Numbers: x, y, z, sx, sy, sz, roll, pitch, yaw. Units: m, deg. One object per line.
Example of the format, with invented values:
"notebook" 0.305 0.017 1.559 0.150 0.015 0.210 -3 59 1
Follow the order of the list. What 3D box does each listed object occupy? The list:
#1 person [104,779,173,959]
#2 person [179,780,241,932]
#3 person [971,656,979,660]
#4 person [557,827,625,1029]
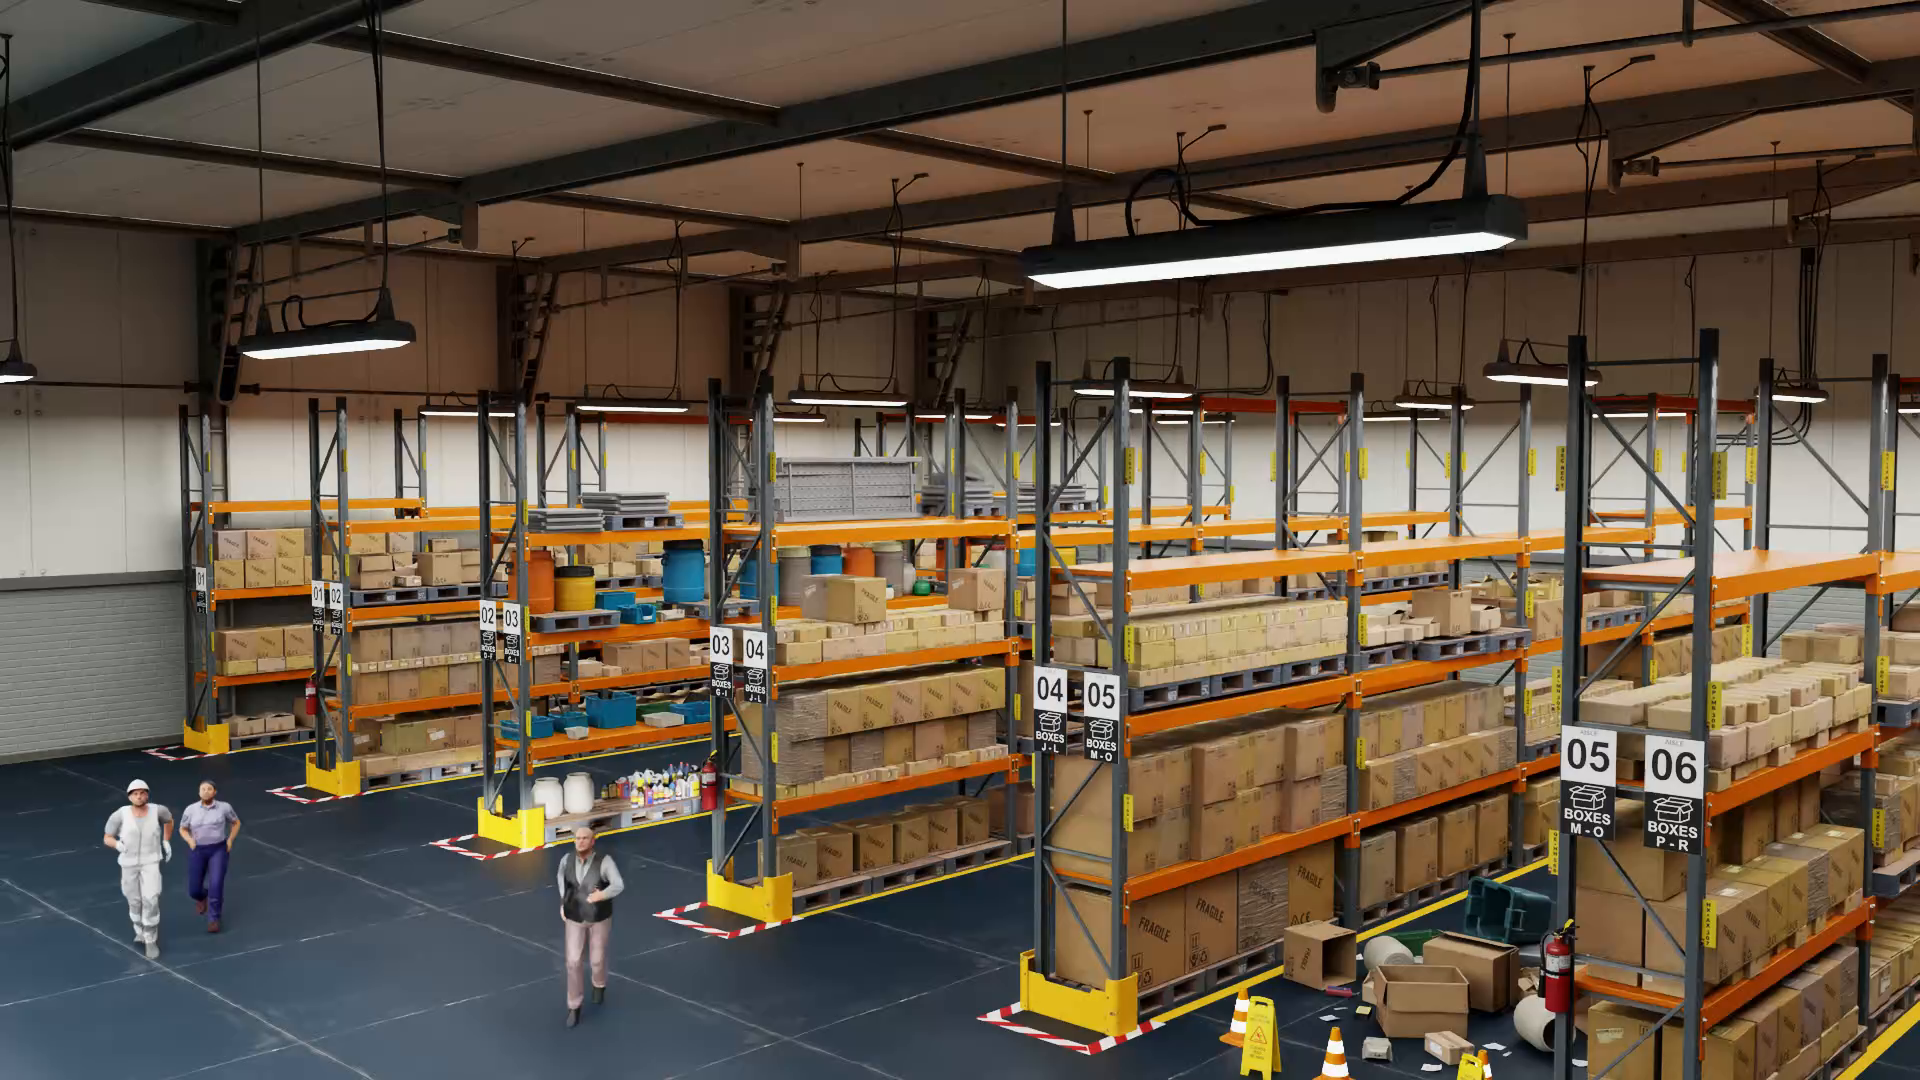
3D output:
"person" -8.459 3.379 17.132 0.632 1.842 0.775 -1 3 -22
"person" -8.169 3.407 18.119 0.613 1.597 0.693 -1 3 -19
"person" 0.432 2.275 32.923 0.675 1.807 0.826 2 4 35
"person" -3.388 3.498 15.233 0.651 1.774 0.779 0 3 -2
